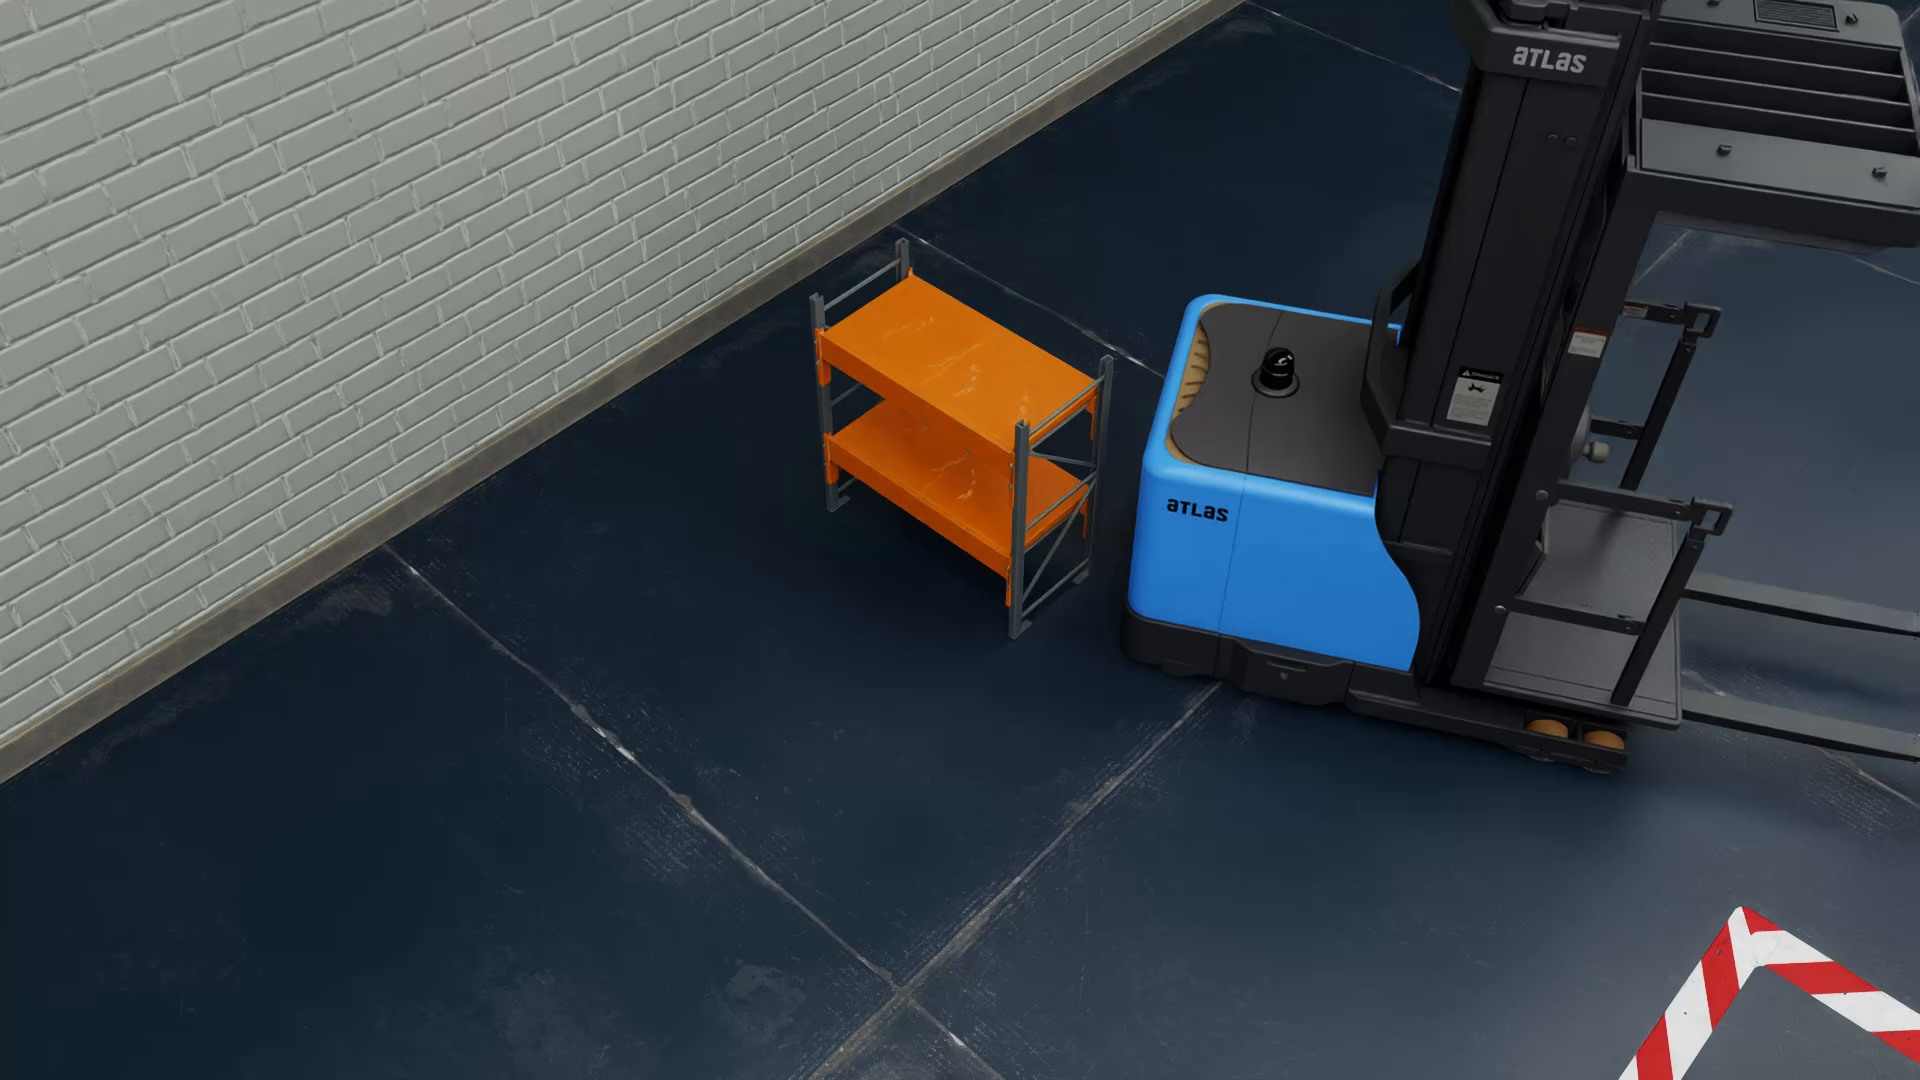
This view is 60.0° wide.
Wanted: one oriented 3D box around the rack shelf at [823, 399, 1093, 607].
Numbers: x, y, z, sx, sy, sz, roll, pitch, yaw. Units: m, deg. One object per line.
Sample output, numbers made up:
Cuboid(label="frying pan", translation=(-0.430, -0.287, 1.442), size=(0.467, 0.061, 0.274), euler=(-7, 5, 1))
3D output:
Cuboid(label="rack shelf", translation=(-0.005, -0.221, 6.630), size=(1.000, 0.278, 0.538), euler=(34, 55, 28))

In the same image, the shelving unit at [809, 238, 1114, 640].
Cuboid(label="shelving unit", translation=(-0.005, -0.388, 6.452), size=(1.048, 1.125, 0.538), euler=(34, 55, 28))

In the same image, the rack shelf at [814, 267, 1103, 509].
Cuboid(label="rack shelf", translation=(-0.005, -0.589, 6.238), size=(1.000, 0.278, 0.538), euler=(34, 55, 28))

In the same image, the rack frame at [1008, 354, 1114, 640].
Cuboid(label="rack frame", translation=(0.369, -0.137, 6.216), size=(0.032, 1.125, 0.500), euler=(34, 55, 28))

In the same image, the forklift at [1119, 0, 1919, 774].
Cuboid(label="forklift", translation=(2.188, -0.587, 5.399), size=(3.031, 2.935, 1.130), euler=(11, 48, 10))

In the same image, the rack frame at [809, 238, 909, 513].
Cuboid(label="rack frame", translation=(-0.379, -0.640, 6.688), size=(0.032, 1.125, 0.500), euler=(34, 55, 28))
